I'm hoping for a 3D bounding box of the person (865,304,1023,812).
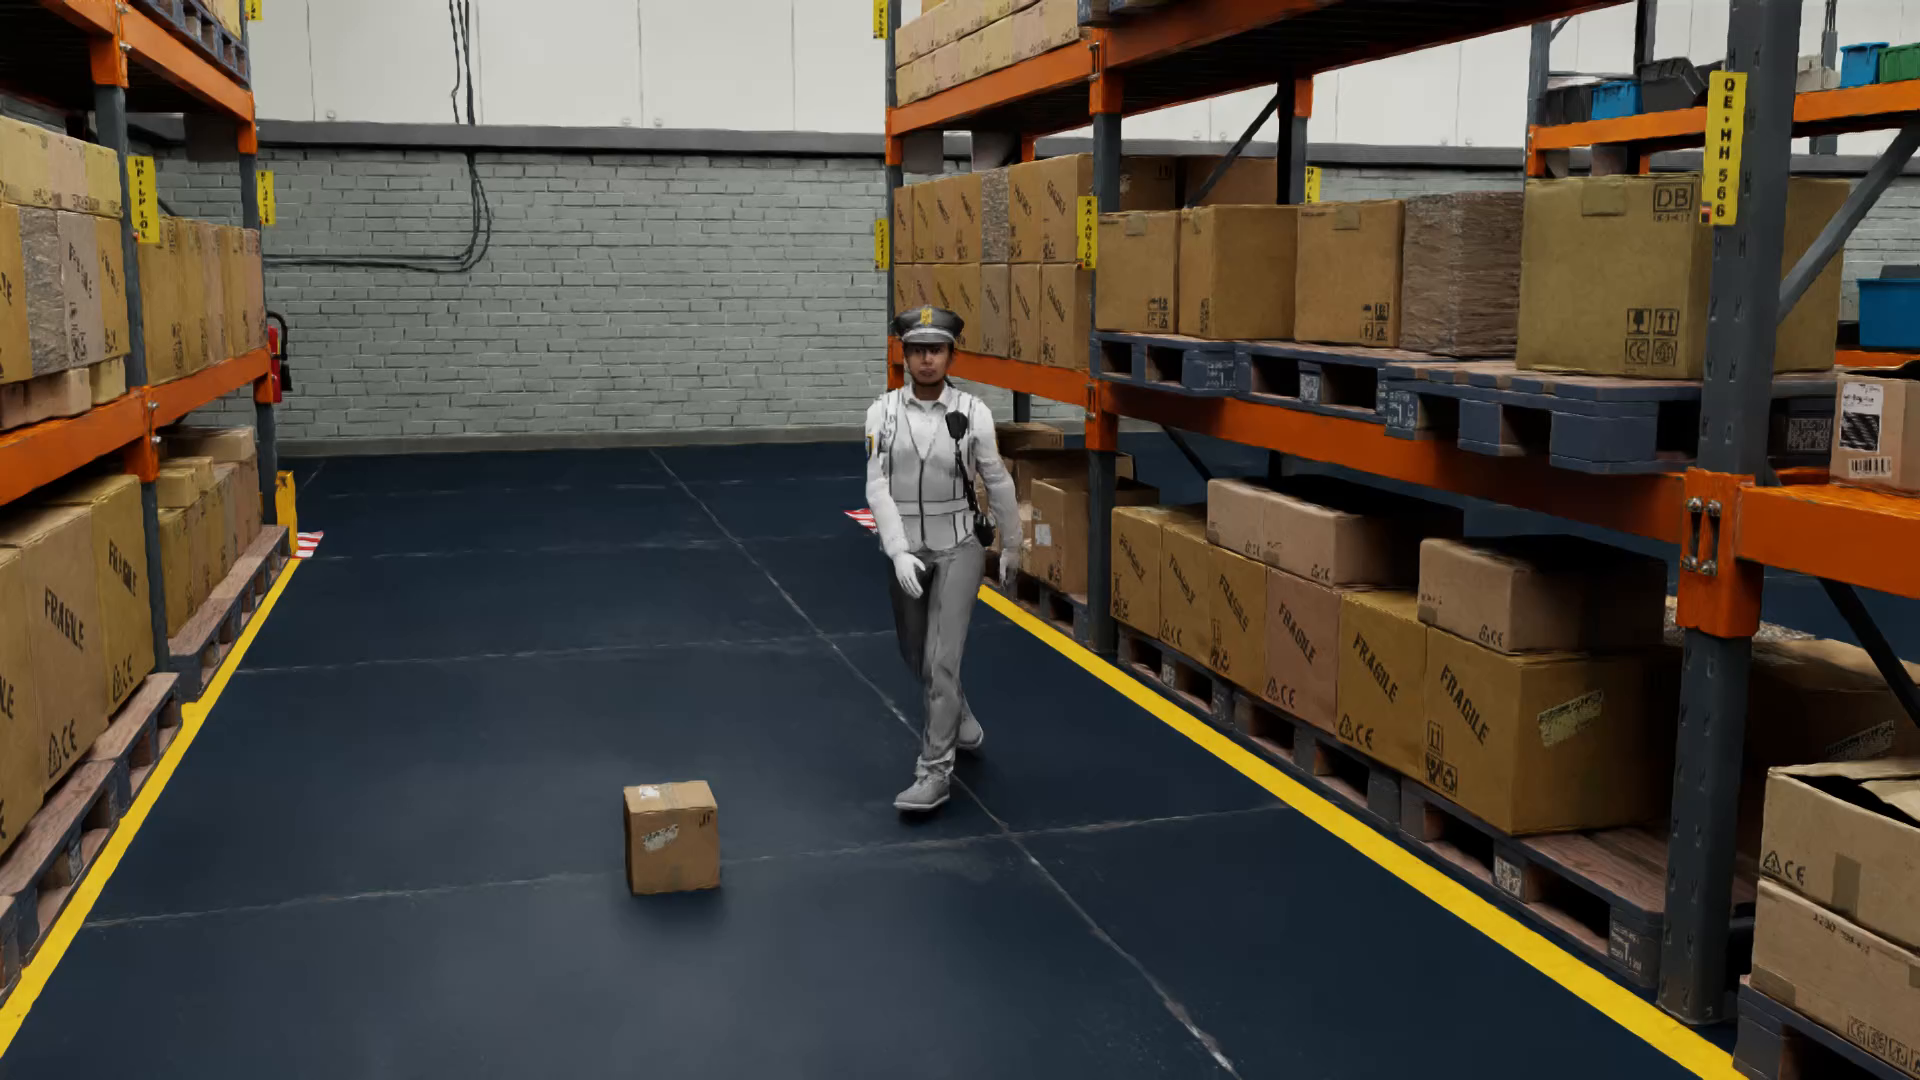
[{"bbox_3d":[-0.060,0.024,5.672,0.498,1.644,0.920,2,10,14],"label":"person"}]
